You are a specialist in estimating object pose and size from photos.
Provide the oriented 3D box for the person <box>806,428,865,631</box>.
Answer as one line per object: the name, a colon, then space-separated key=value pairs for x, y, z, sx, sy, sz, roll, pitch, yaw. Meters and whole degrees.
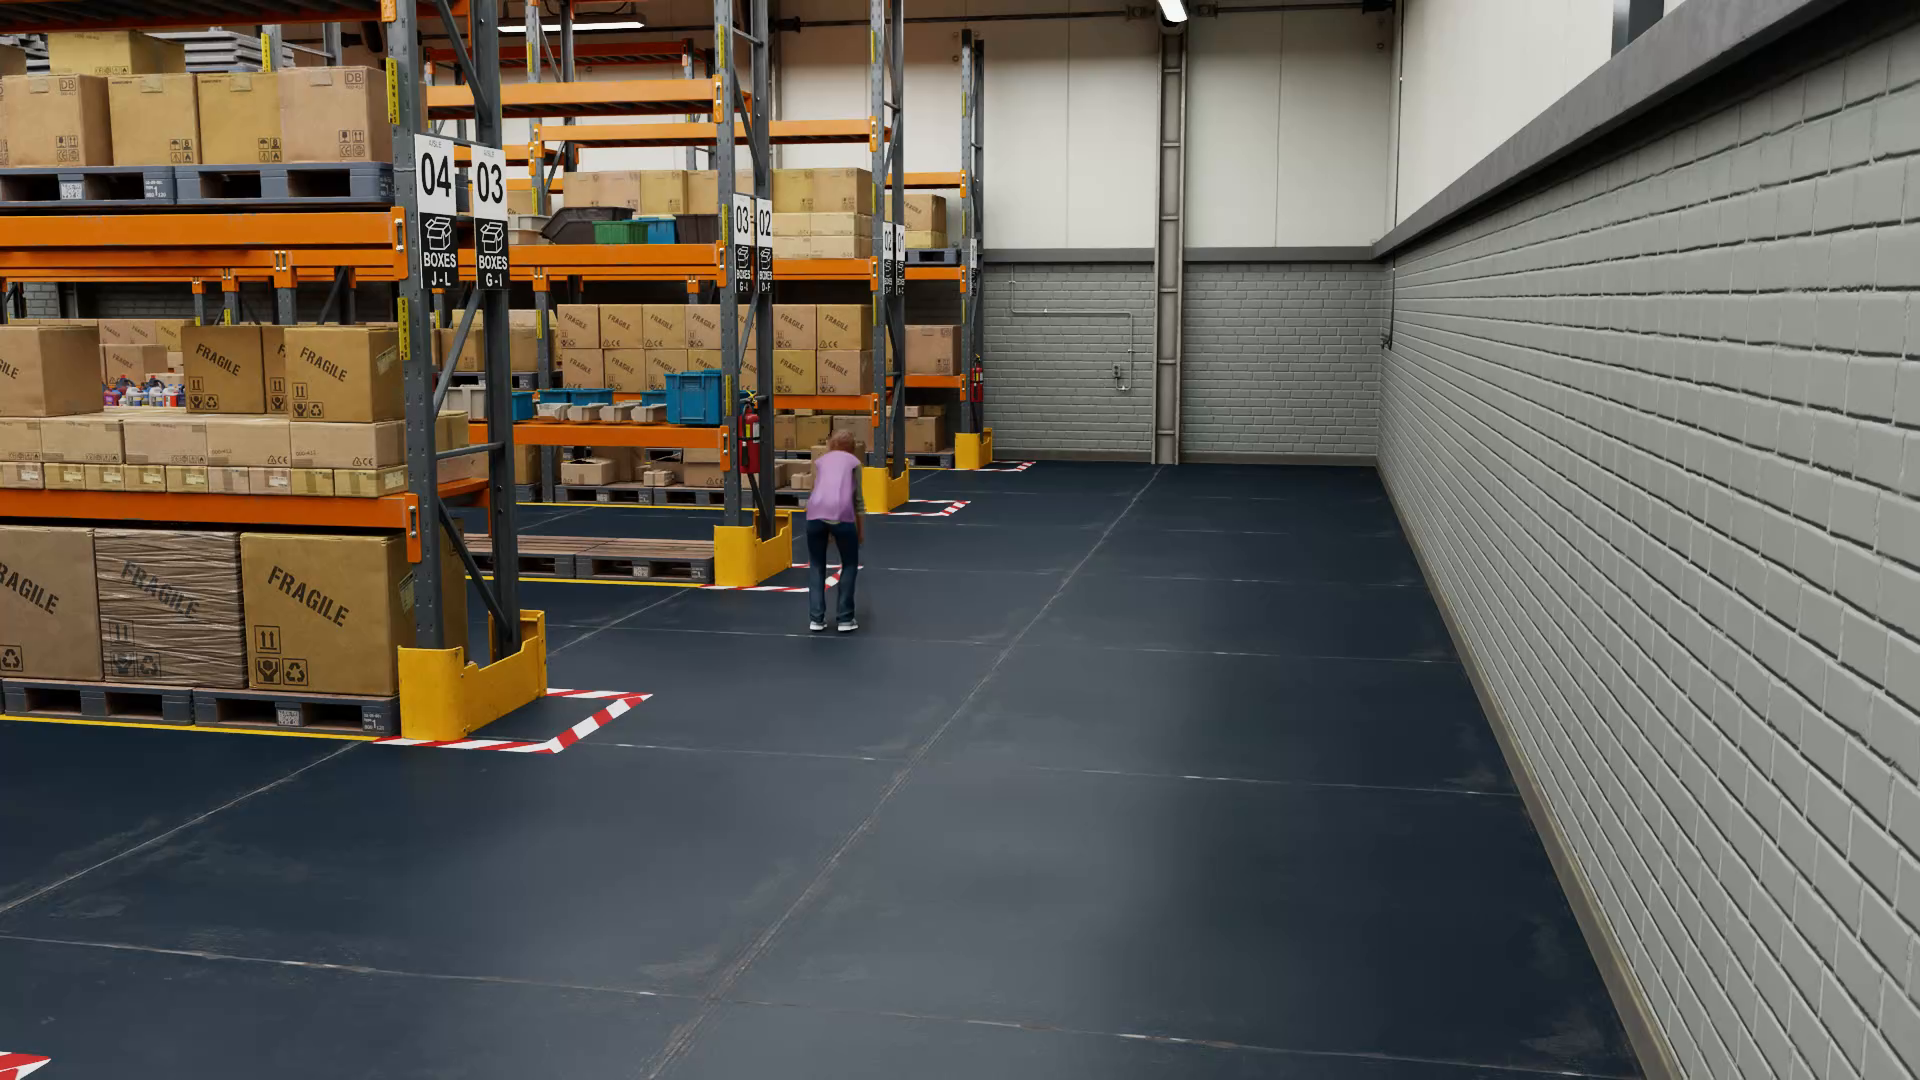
person: x=-0.887 y=-0.069 z=12.022 sx=0.377 sy=1.409 sz=0.690 roll=1 pitch=8 yaw=10
